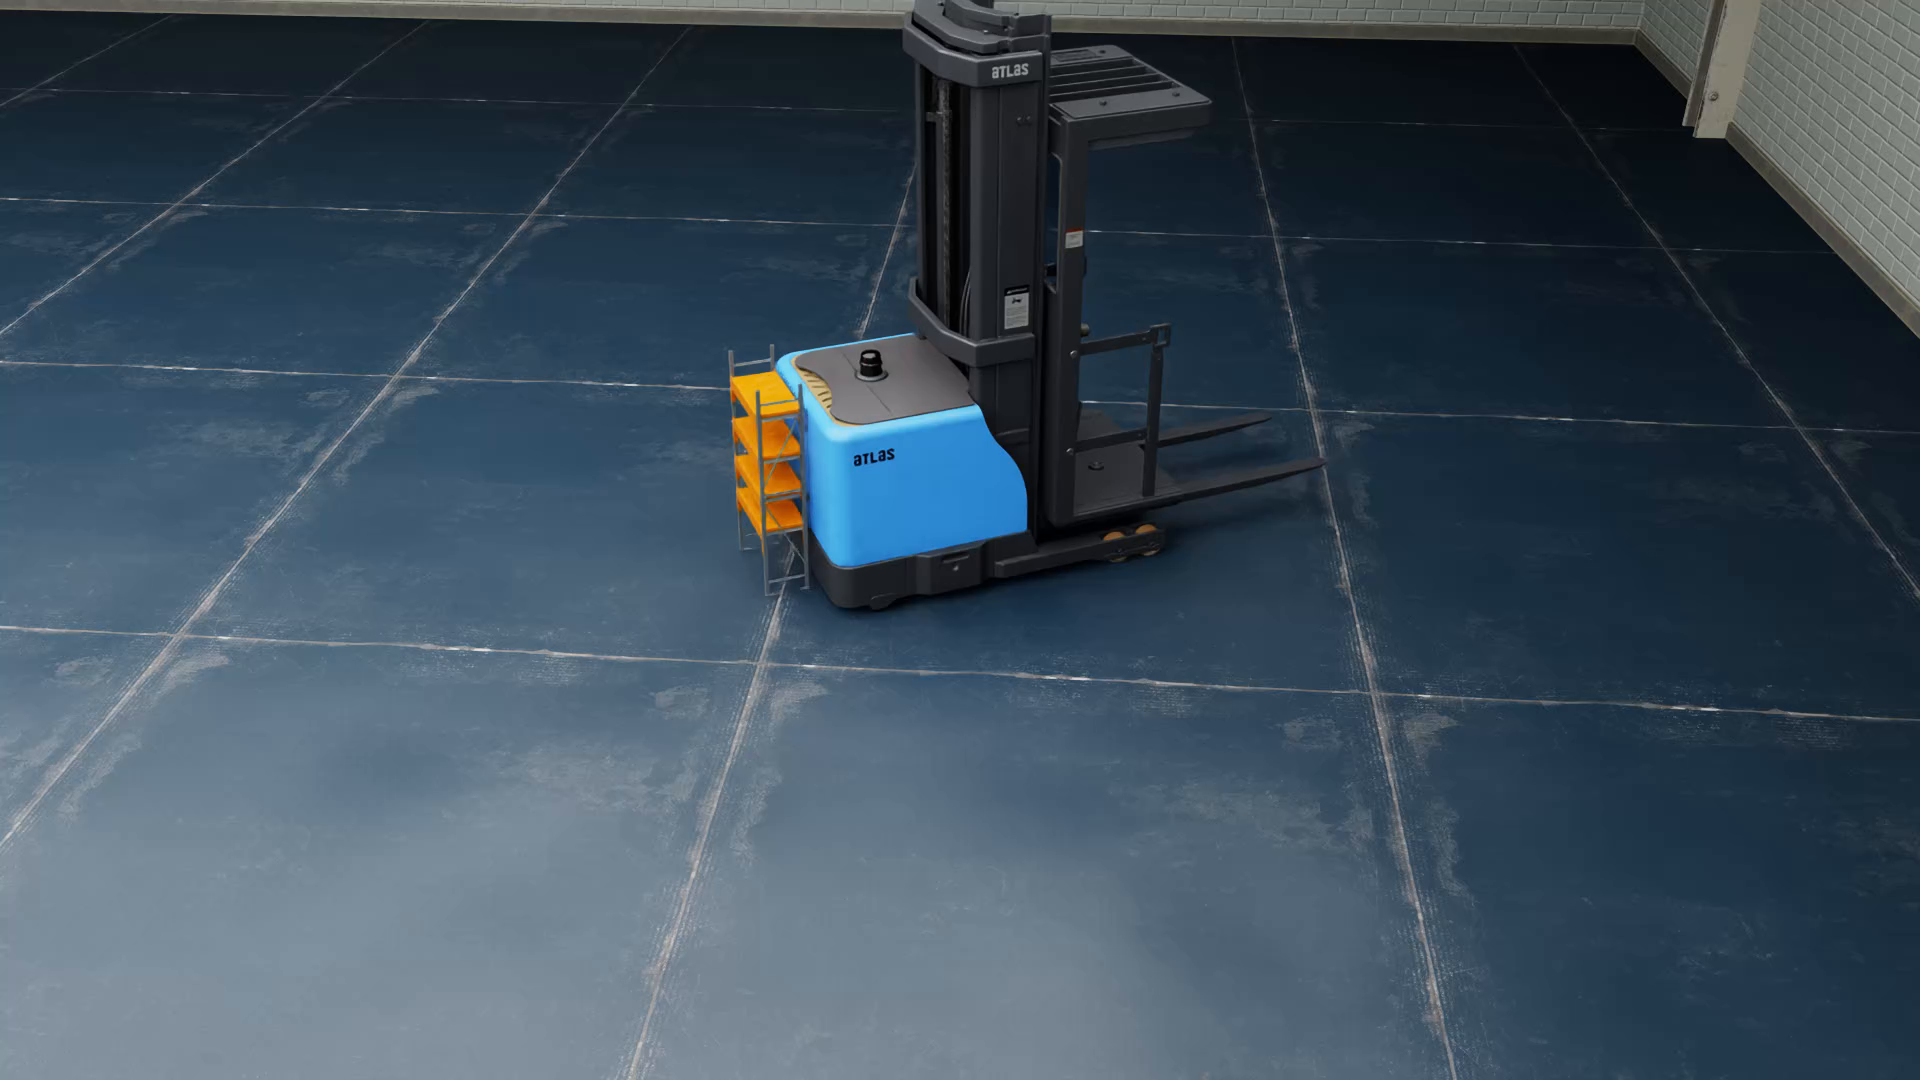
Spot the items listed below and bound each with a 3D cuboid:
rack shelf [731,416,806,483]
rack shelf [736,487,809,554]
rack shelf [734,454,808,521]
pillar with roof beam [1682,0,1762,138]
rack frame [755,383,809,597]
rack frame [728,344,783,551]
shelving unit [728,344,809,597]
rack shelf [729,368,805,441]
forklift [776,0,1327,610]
[{"bbox_3d":[-0.991,-0.490,8.599,0.258,0.148,0.480,-11,33,-19],"label":"rack shelf"},{"bbox_3d":[-0.999,-0.129,8.818,0.258,0.148,0.480,-11,33,-19],"label":"rack shelf"},{"bbox_3d":[-0.995,-0.299,8.715,0.258,0.148,0.480,-11,33,-19],"label":"rack shelf"},{"bbox_3d":[2.607,-7.800,13.330,9.100,9.000,0.400,2,32,4],"label":"pillar with roof beam"},{"bbox_3d":[-0.902,-0.238,8.487,0.240,1.200,0.015,-11,33,-19],"label":"rack frame"},{"bbox_3d":[-1.086,-0.475,8.872,0.240,1.200,0.015,-11,33,-19],"label":"rack frame"},{"bbox_3d":[-0.994,-0.357,8.680,0.258,1.200,0.503,-11,33,-19],"label":"shelving unit"},{"bbox_3d":[-0.986,-0.693,8.476,0.258,0.148,0.480,-11,33,-19],"label":"rack shelf"},{"bbox_3d":[0.583,-1.370,8.679,3.031,2.935,1.130,-12,34,-18],"label":"forklift"}]
